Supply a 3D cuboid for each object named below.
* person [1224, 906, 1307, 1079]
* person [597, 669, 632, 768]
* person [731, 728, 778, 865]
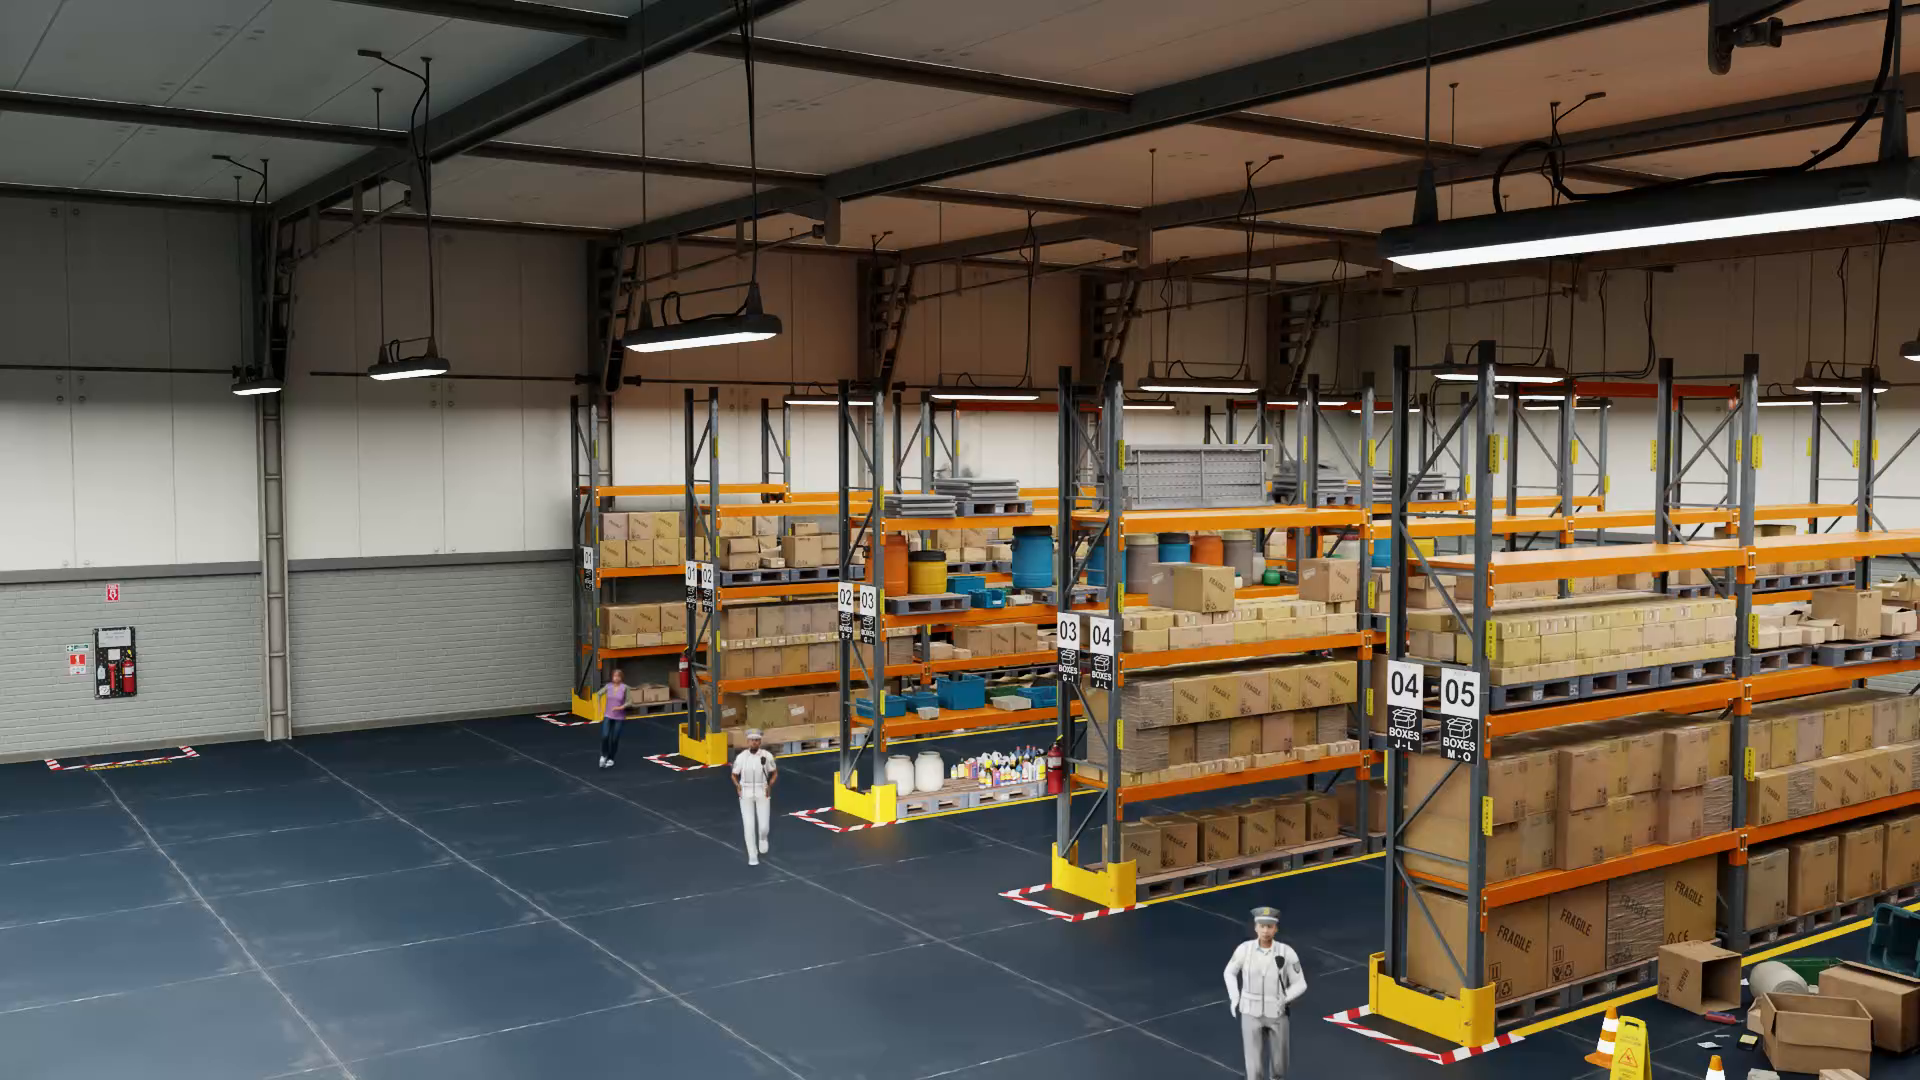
[{"bbox_3d":[2.298,3.576,12.564,0.625,1.655,0.767,1,4,12],"label":"person"},{"bbox_3d":[-5.424,2.804,26.114,0.552,1.553,0.550,-1,3,-10],"label":"person"},{"bbox_3d":[-2.514,3.119,20.321,0.573,1.639,0.584,0,3,-6],"label":"person"}]
